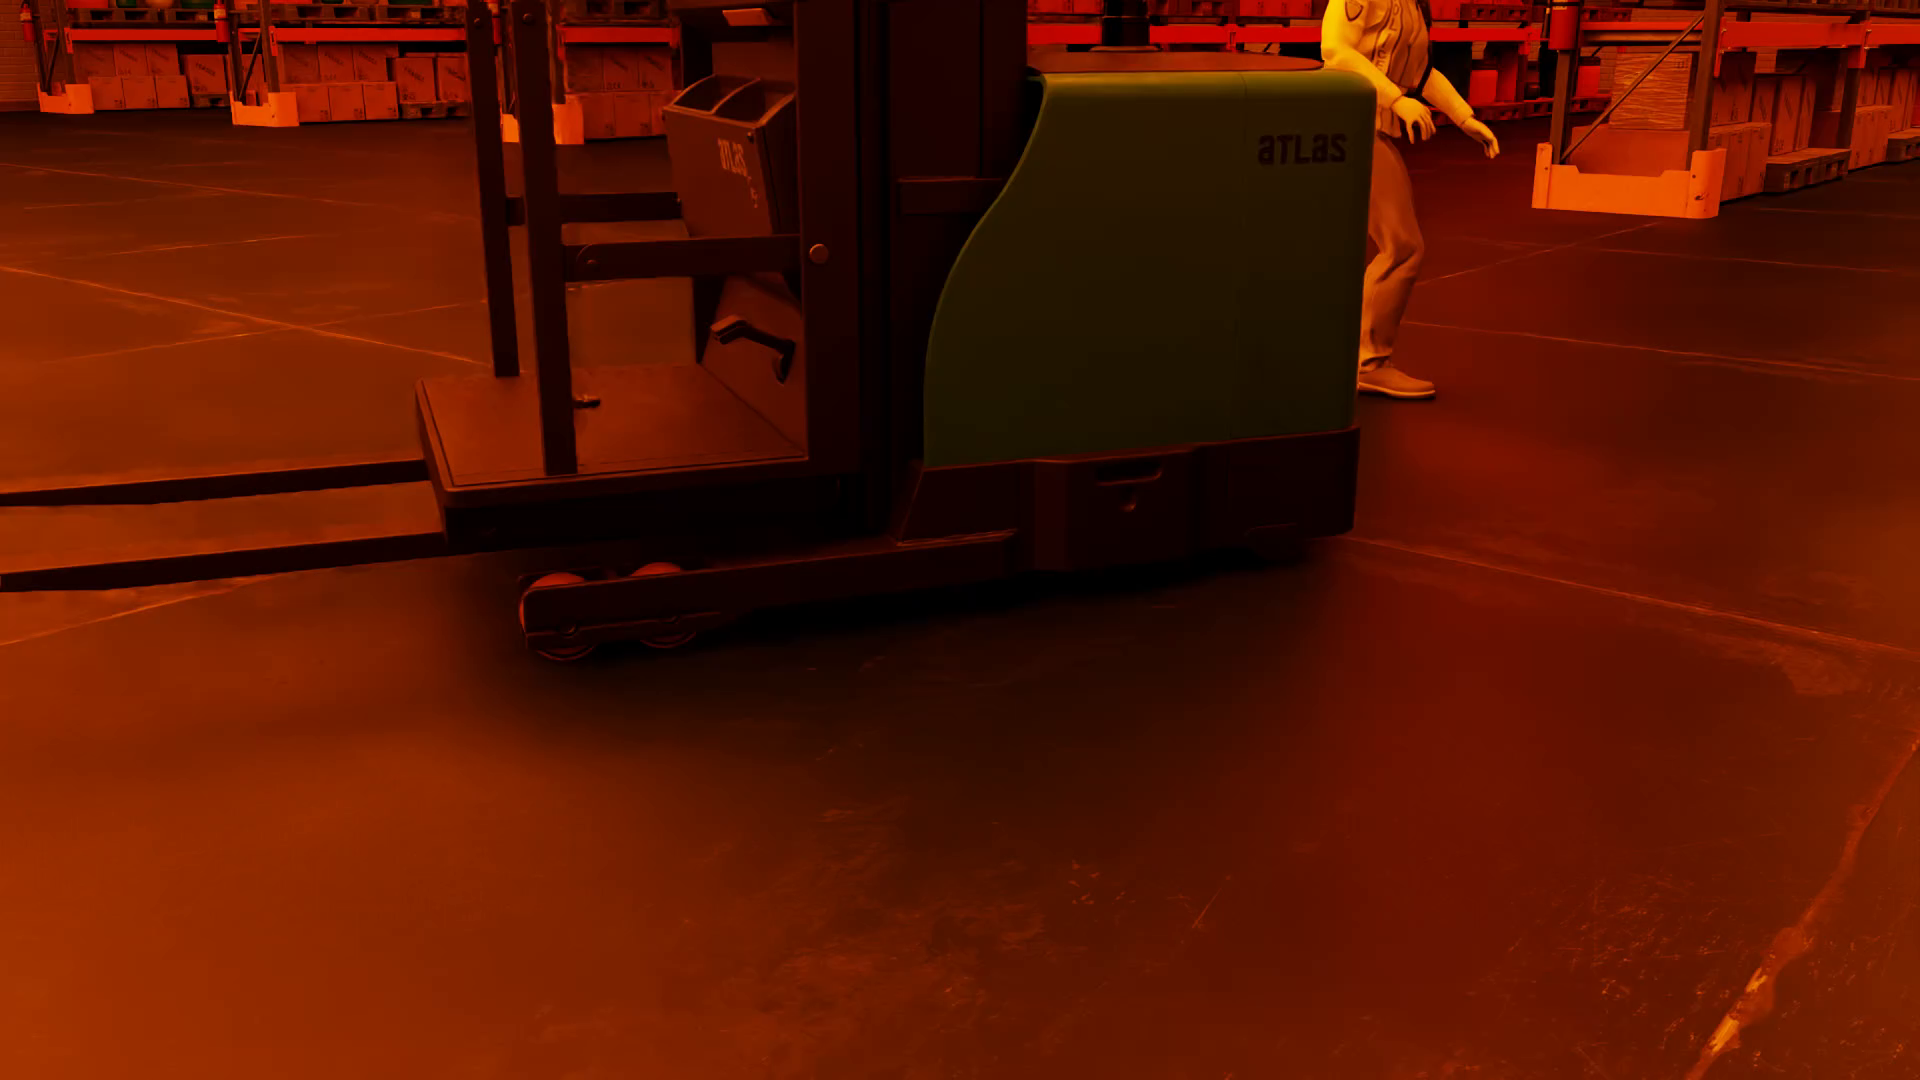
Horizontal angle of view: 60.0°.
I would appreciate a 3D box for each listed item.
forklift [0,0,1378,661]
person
[{"bbox_3d":[-0.670,-1.344,3.322,3.031,2.935,1.130,-6,18,-19],"label":"forklift"},{"bbox_3d":[1.417,-1.271,5.412,0.561,1.632,0.732,9,19,28],"label":"person"}]
